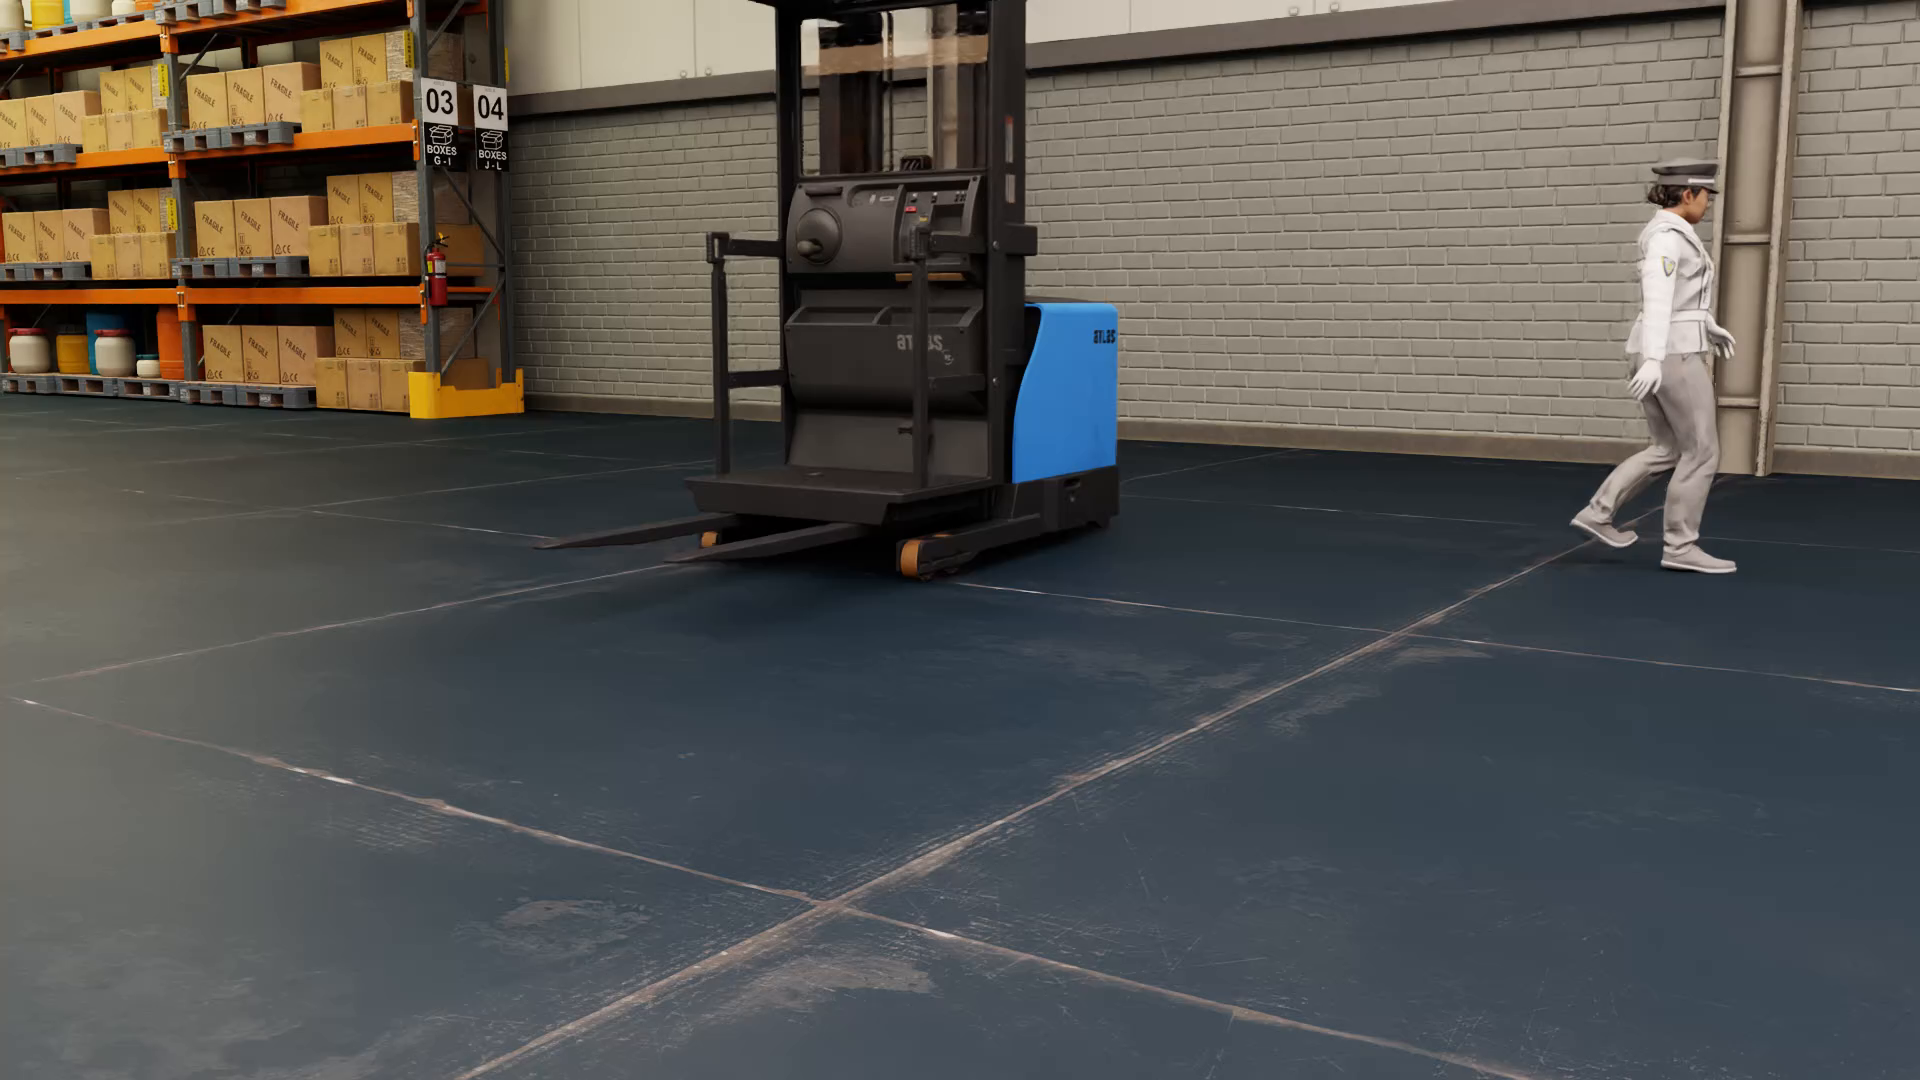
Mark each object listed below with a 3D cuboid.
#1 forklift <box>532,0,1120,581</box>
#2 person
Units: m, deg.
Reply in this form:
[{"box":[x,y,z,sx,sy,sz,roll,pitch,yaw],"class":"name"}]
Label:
[{"box":[-0.437,-1.365,6.793,1.130,2.935,3.031,5,9,31],"class":"forklift"},{"box":[2.855,-0.698,6.694,0.653,1.652,0.787,2,8,11],"class":"person"}]
